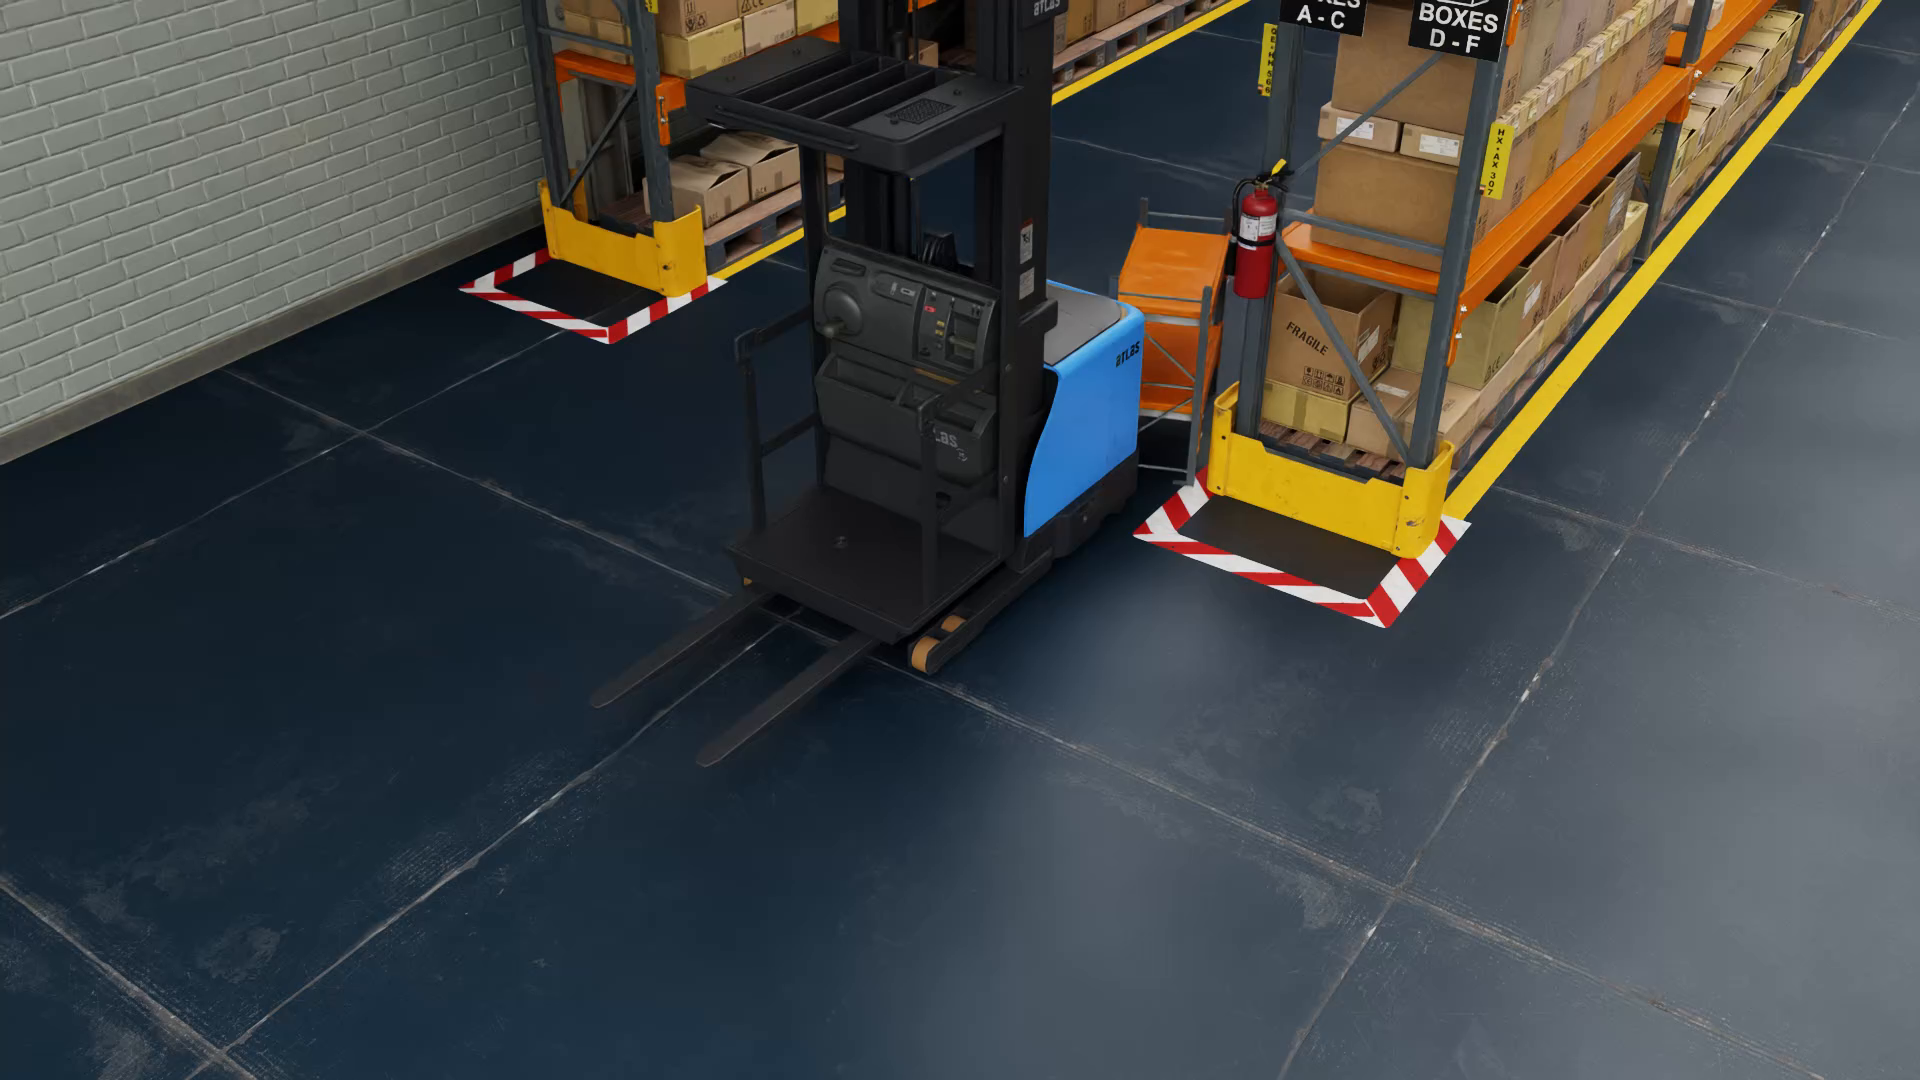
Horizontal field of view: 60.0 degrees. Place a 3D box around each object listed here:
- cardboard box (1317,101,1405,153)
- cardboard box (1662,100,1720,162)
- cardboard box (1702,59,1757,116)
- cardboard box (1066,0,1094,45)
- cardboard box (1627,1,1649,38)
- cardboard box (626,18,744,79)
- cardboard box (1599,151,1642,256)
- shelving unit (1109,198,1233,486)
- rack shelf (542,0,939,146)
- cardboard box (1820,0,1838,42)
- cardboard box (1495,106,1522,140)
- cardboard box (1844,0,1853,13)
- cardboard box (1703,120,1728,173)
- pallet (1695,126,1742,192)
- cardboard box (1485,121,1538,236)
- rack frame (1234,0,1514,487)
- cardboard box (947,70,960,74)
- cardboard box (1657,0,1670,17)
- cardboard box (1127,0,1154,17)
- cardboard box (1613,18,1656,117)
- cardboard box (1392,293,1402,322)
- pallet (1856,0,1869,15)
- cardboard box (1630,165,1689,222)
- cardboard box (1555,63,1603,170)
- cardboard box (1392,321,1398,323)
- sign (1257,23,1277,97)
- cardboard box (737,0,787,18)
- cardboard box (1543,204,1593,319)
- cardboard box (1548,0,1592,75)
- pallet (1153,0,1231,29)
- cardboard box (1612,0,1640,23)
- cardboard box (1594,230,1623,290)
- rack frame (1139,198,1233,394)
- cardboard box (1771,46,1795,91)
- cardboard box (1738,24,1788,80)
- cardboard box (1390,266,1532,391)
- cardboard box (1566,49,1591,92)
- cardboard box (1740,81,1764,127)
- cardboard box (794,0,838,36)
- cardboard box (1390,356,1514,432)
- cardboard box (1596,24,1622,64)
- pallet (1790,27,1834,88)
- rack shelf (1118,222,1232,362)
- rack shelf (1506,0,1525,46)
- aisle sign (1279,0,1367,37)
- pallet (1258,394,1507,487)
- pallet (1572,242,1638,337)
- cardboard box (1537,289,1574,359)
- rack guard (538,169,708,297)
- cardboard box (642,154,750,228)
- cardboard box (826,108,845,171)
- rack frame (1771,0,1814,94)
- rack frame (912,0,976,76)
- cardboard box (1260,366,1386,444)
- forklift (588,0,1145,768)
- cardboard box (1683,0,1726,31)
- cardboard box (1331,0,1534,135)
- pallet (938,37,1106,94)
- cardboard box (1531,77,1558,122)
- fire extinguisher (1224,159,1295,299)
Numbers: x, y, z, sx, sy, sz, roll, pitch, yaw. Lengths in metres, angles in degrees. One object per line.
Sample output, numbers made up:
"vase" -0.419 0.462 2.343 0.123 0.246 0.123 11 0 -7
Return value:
"cardboard box" 1.909 -1.960 7.802 0.380 0.149 0.250 21 39 27
"cardboard box" 4.859 -2.860 11.381 0.500 0.311 0.500 21 39 28
"cardboard box" 5.445 -3.339 12.089 0.500 0.311 0.500 22 40 29
"cardboard box" 0.717 -4.579 14.182 0.700 0.500 0.500 20 39 27
"cardboard box" 3.568 -2.902 9.196 0.380 0.149 0.250 21 39 28
"cardboard box" -1.685 -3.063 10.217 0.500 0.250 0.500 20 39 27
"cardboard box" 3.749 -2.090 10.073 0.500 0.500 0.500 21 39 28
"shelving unit" 1.097 -1.064 8.820 0.538 1.125 1.048 8 35 11
"rack shelf" -1.083 -3.616 11.561 1.077 0.370 4.000 21 39 28
"cardboard box" 7.198 -4.602 14.216 0.500 0.500 0.500 20 39 27
"cardboard box" 2.397 -1.957 7.798 0.380 0.149 0.250 20 39 27
"cardboard box" 7.781 -5.073 14.913 0.500 0.500 0.500 20 39 27
"cardboard box" 5.148 -2.869 11.895 0.500 0.250 0.500 20 39 27
"pallet" 5.212 -3.014 12.518 1.003 0.211 1.213 21 39 28
"cardboard box" 2.420 -1.908 8.305 0.700 0.500 0.500 22 40 29
"rack frame" 1.848 -1.413 7.662 1.000 3.000 0.127 21 39 28
"cardboard box" -0.223 -3.587 13.013 0.380 0.166 0.250 16 37 22
"cardboard box" 3.860 -3.136 9.541 0.380 0.149 0.250 20 39 27
"cardboard box" 1.321 -5.036 14.858 0.700 0.500 0.500 21 39 28
"cardboard box" 3.586 -2.844 9.689 0.700 0.500 0.500 21 39 28
"cardboard box" 2.467 -1.565 9.297 0.500 0.500 0.500 21 39 28
"pallet" 8.258 -5.394 16.038 1.003 0.211 1.213 21 39 28
"cardboard box" 4.562 -2.395 11.194 0.500 0.250 0.500 20 39 27
"cardboard box" 3.005 -2.378 9.000 0.700 0.500 0.500 23 40 30
"cardboard box" 2.470 -1.254 9.506 0.500 0.250 0.500 21 39 28
"sign" 1.410 -2.170 7.537 0.100 0.325 0.005 21 39 28
"cardboard box" -1.415 -3.598 10.340 0.500 0.500 0.500 21 40 28
"cardboard box" 3.194 -1.624 9.383 0.500 0.500 0.500 21 39 28
"cardboard box" 2.737 -2.703 8.322 0.700 0.500 0.500 21 40 28
"pallet" 1.891 -5.161 15.693 1.003 0.211 1.213 21 39 28
"cardboard box" 3.308 -3.163 9.002 0.700 0.500 0.500 21 39 28
"cardboard box" 3.751 -1.778 10.282 0.500 0.250 0.500 21 39 28
"rack frame" 1.217 -1.341 9.229 0.500 1.125 0.032 8 35 11
"cardboard box" 6.310 -3.809 13.285 0.500 0.250 0.500 22 40 29
"cardboard box" 6.022 -3.801 12.772 0.500 0.311 0.500 21 39 28
"cardboard box" 2.620 -1.165 8.705 0.500 0.500 0.500 21 39 28
"cardboard box" 2.981 -2.428 8.495 0.380 0.149 0.250 21 39 28
"cardboard box" 5.730 -3.341 12.592 0.500 0.250 0.500 22 40 29
"cardboard box" -1.105 -3.539 10.921 0.500 0.250 0.500 21 39 27
"cardboard box" 2.619 -0.855 8.916 0.500 0.250 0.500 21 39 28
"cardboard box" 3.275 -2.663 8.842 0.380 0.149 0.250 23 40 30
"pallet" 6.866 -4.271 14.377 1.003 0.211 1.213 21 39 28
"rack shelf" 1.097 -1.307 8.656 0.538 0.278 1.000 8 35 11
"rack shelf" 2.988 -3.278 8.384 1.077 0.370 4.000 21 39 28
"aisle sign" 1.569 -2.553 7.027 0.394 0.787 0.004 21 39 28
"pallet" 2.250 -0.623 8.983 1.003 0.211 1.213 21 39 28
"pallet" 3.641 -1.746 10.643 1.003 0.211 1.213 21 39 28
"cardboard box" 3.193 -1.313 9.594 0.500 0.250 0.500 21 39 28
"rack guard" -2.180 -1.993 10.751 1.175 0.500 0.348 21 39 28
"cardboard box" -1.755 -2.351 11.057 0.500 0.311 0.500 17 37 23
"cardboard box" -0.971 -3.014 11.868 0.700 0.500 0.500 19 38 25
"rack frame" 6.410 -5.094 13.106 1.000 3.000 0.127 21 39 28
"rack frame" 0.057 -4.834 12.721 1.000 3.000 0.127 21 39 28
"cardboard box" 1.911 -0.789 8.819 0.500 0.250 0.500 21 39 28
"forklift" -0.372 -0.931 7.010 1.130 2.935 3.031 22 40 29
"cardboard box" 4.802 -3.492 10.960 0.380 0.149 0.250 21 39 28
"cardboard box" 2.155 -2.227 7.618 0.700 0.500 0.500 21 40 28
"pallet" 0.500 -4.038 14.032 1.003 0.211 1.213 21 39 28
"cardboard box" 2.686 -2.187 8.138 0.380 0.149 0.250 21 39 28
"fire extinguisher" 1.399 -1.475 7.822 0.296 0.674 0.183 21 39 28
